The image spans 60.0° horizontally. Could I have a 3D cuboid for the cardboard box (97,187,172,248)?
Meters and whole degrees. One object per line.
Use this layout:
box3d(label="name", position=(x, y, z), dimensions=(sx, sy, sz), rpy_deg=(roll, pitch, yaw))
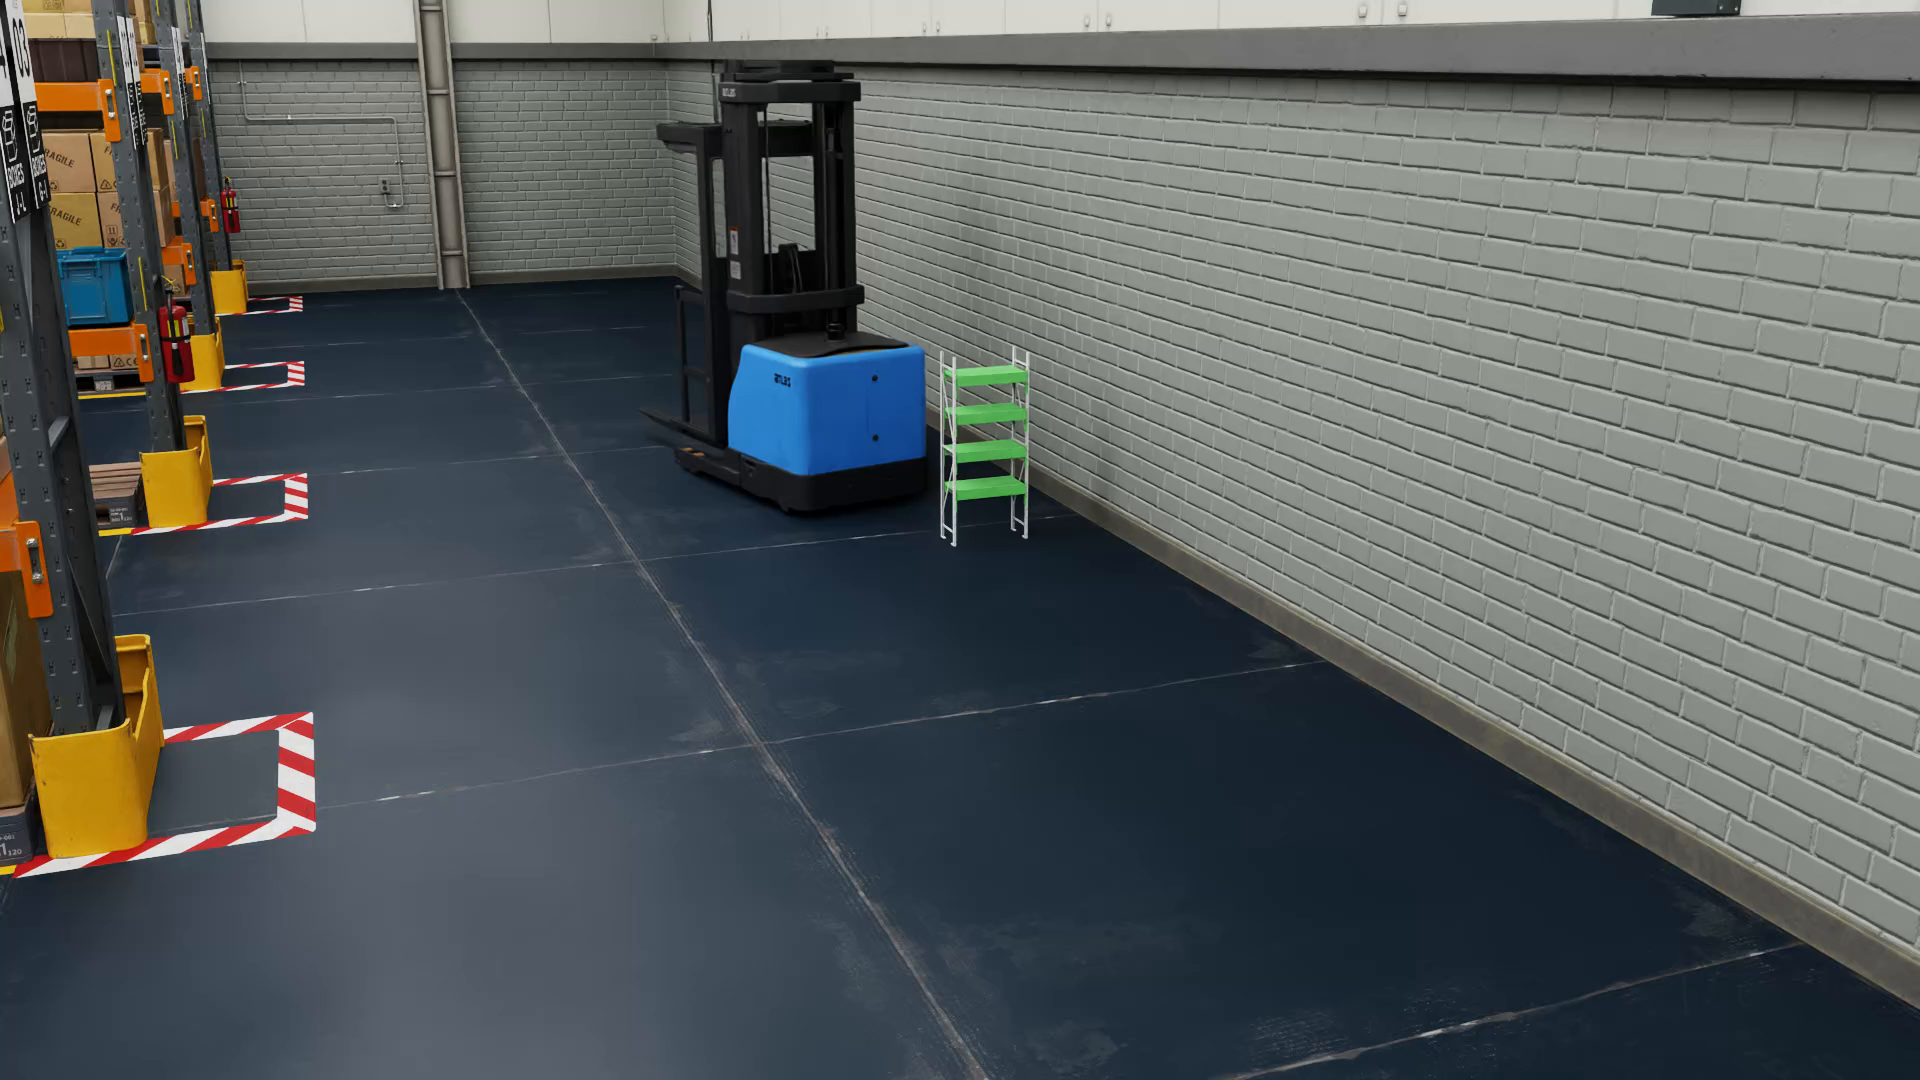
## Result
box3d(label="cardboard box", position=(-7.444, -2.910, 15.007), dimensions=(0.500, 0.500, 0.500), rpy_deg=(-6, 17, -18))

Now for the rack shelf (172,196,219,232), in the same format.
box3d(label="rack shelf", position=(-10.767, -3.735, 19.270), dimensions=(4.000, 0.370, 1.077), rpy_deg=(-6, 17, -20))

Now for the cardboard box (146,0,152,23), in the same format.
box3d(label="cardboard box", position=(-9.667, -6.248, 19.241), dimensions=(0.500, 0.500, 0.500), rpy_deg=(-7, 18, -22))

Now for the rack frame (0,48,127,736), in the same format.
box3d(label="rack frame", position=(-3.582, -0.372, 6.542), dimensions=(0.127, 3.000, 1.000), rpy_deg=(-6, 17, -20))

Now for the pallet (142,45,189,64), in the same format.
box3d(label="pallet", position=(-9.588, -5.601, 19.181), dimensions=(1.213, 0.211, 1.003), rpy_deg=(-6, 17, -20))

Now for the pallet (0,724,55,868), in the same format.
box3d(label="pallet", position=(-4.301, 1.067, 6.590), dimensions=(1.213, 0.211, 1.003), rpy_deg=(-6, 17, -20))

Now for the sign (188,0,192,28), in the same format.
box3d(label="sign", position=(-8.718, -5.964, 18.828), dimensions=(0.005, 0.325, 0.100), rpy_deg=(-6, 17, -20))

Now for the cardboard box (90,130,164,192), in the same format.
box3d(label="cardboard box", position=(-7.440, -3.389, 14.864), dimensions=(0.500, 0.500, 0.500), rpy_deg=(-6, 18, -21))

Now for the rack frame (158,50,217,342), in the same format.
box3d(label="rack frame", position=(-7.123, -2.979, 15.418), dimensions=(0.127, 3.000, 1.000), rpy_deg=(-6, 17, -20))

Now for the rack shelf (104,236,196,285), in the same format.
box3d(label="rack shelf", position=(-8.991, -2.432, 14.833), dimensions=(4.000, 0.370, 1.077), rpy_deg=(-6, 17, -20))

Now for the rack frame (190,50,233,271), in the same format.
box3d(label="rack frame", position=(-8.899, -4.282, 19.855), dimensions=(0.127, 3.000, 1.000), rpy_deg=(-6, 17, -20))

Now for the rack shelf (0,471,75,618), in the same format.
box3d(label="rack shelf", position=(-5.449, 0.175, 5.956), dimensions=(4.000, 0.370, 1.077), rpy_deg=(-6, 17, -20))

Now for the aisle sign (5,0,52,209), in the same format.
box3d(label="aisle sign", position=(-3.622, -1.706, 6.469), dimensions=(0.004, 0.787, 0.394), rpy_deg=(-6, 17, -20))

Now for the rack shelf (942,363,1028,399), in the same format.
box3d(label="rack shelf", position=(0.155, -0.992, 10.369), dimensions=(0.480, 0.148, 0.258), rpy_deg=(-6, 17, -20))

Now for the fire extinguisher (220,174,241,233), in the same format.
box3d(label="fire extinguisher", position=(-8.593, -3.960, 19.557), dimensions=(0.183, 0.674, 0.296), rpy_deg=(-6, 17, -20))

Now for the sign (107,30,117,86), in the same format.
box3d(label="sign", position=(-5.142, -2.921, 10.084), dimensions=(0.005, 0.325, 0.100), rpy_deg=(-6, 17, -20))

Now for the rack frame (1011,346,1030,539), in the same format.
box3d(label="rack frame", position=(0.382, -0.617, 10.570), dimensions=(0.015, 1.200, 0.240), rpy_deg=(-6, 17, -20))

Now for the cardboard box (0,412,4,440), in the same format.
box3d(label="cardboard box", position=(-4.127, -0.465, 6.598), dimensions=(0.500, 0.250, 0.500), rpy_deg=(-7, 18, -22))

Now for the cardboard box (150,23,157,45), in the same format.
box3d(label="cardboard box", position=(-9.669, -5.889, 19.350), dimensions=(0.500, 0.250, 0.500), rpy_deg=(-5, 17, -17))

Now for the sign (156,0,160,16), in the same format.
box3d(label="sign", position=(-6.943, -4.695, 14.367), dimensions=(0.005, 0.325, 0.100), rpy_deg=(-6, 17, -20))

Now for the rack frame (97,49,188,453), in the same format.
box3d(label="rack frame", position=(-5.354, -1.675, 10.979), dimensions=(0.127, 3.000, 1.000), rpy_deg=(-6, 17, -20))

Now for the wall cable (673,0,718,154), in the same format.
box3d(label="wall cable", position=(-3.490, -6.147, 21.069), dimensions=(0.112, 2.526, 3.097), rpy_deg=(-6, 17, -20))

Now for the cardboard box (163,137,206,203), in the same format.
box3d(label="cardboard box", position=(-9.372, -4.372, 19.629), dimensions=(0.700, 0.700, 0.980), rpy_deg=(-5, 17, -18))

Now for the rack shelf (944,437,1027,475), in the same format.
box3d(label="rack shelf", position=(0.155, -0.531, 10.504), dimensions=(0.480, 0.148, 0.258), rpy_deg=(-6, 17, -20))

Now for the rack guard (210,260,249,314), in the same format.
box3d(label="rack guard", position=(-8.877, -3.085, 20.216), dimensions=(0.348, 0.500, 1.175), rpy_deg=(-6, 17, -20))

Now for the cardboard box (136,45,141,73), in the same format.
box3d(label="cardboard box", position=(-7.509, -4.225, 14.604), dimensions=(0.500, 0.250, 0.500), rpy_deg=(-6, 17, -20))

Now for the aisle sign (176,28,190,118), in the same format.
box3d(label="aisle sign", position=(-7.165, -4.310, 15.339), dimensions=(0.004, 0.787, 0.394), rpy_deg=(-6, 17, -20))

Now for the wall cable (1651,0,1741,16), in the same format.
box3d(label="wall cable", position=(2.931, -4.457, 4.096), dimensions=(0.120, 5.999, 2.277), rpy_deg=(-6, 17, -20))

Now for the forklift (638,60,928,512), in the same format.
box3d(label="forklift", position=(-1.467, -1.952, 12.044), dimensions=(1.130, 2.935, 3.031), rpy_deg=(-11, 20, -33))

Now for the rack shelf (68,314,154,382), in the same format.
box3d(label="rack shelf", position=(-7.222, -1.128, 10.394), dimensions=(4.000, 0.370, 1.077), rpy_deg=(-6, 17, -20))

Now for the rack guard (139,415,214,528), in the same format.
box3d(label="rack guard", position=(-5.336, -0.482, 11.351), dimensions=(0.348, 0.500, 1.175), rpy_deg=(-6, 17, -20))

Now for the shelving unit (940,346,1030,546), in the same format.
box3d(label="shelving unit", position=(0.155, -0.592, 10.486), dimensions=(0.503, 1.200, 0.258), rpy_deg=(-6, 17, -20))

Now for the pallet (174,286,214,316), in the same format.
box3d(label="pallet", position=(-9.618, -2.843, 19.904), dimensions=(1.213, 0.211, 1.003), rpy_deg=(-6, 17, -20))

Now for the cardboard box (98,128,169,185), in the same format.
box3d(label="cardboard box", position=(-7.632, -3.531, 15.347), dimensions=(0.500, 0.500, 0.500), rpy_deg=(-6, 17, -18))

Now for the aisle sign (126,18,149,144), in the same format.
box3d(label="aisle sign", position=(-5.393, -3.008, 10.904), dimensions=(0.004, 0.787, 0.394), rpy_deg=(-6, 17, -20))

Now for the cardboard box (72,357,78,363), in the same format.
box3d(label="cardboard box", position=(-8.199, -1.840, 15.640), dimensions=(0.500, 0.250, 0.500), rpy_deg=(-6, 17, -20))

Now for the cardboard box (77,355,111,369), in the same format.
box3d(label="cardboard box", position=(-7.953, -1.694, 15.290), dimensions=(0.250, 0.166, 0.380), rpy_deg=(-6, 17, -20))

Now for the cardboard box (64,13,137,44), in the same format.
box3d(label="cardboard box", position=(-7.512, -4.467, 14.542), dimensions=(0.500, 0.250, 0.500), rpy_deg=(-6, 17, -20))

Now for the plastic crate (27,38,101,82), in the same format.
box3d(label="plastic crate", position=(-5.813, -3.086, 10.692), dimensions=(0.590, 0.269, 0.497), rpy_deg=(-6, 17, -20))

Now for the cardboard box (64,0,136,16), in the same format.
box3d(label="cardboard box", position=(-7.597, -4.890, 14.650), dimensions=(0.500, 0.500, 0.700), rpy_deg=(-6, 17, -20))
